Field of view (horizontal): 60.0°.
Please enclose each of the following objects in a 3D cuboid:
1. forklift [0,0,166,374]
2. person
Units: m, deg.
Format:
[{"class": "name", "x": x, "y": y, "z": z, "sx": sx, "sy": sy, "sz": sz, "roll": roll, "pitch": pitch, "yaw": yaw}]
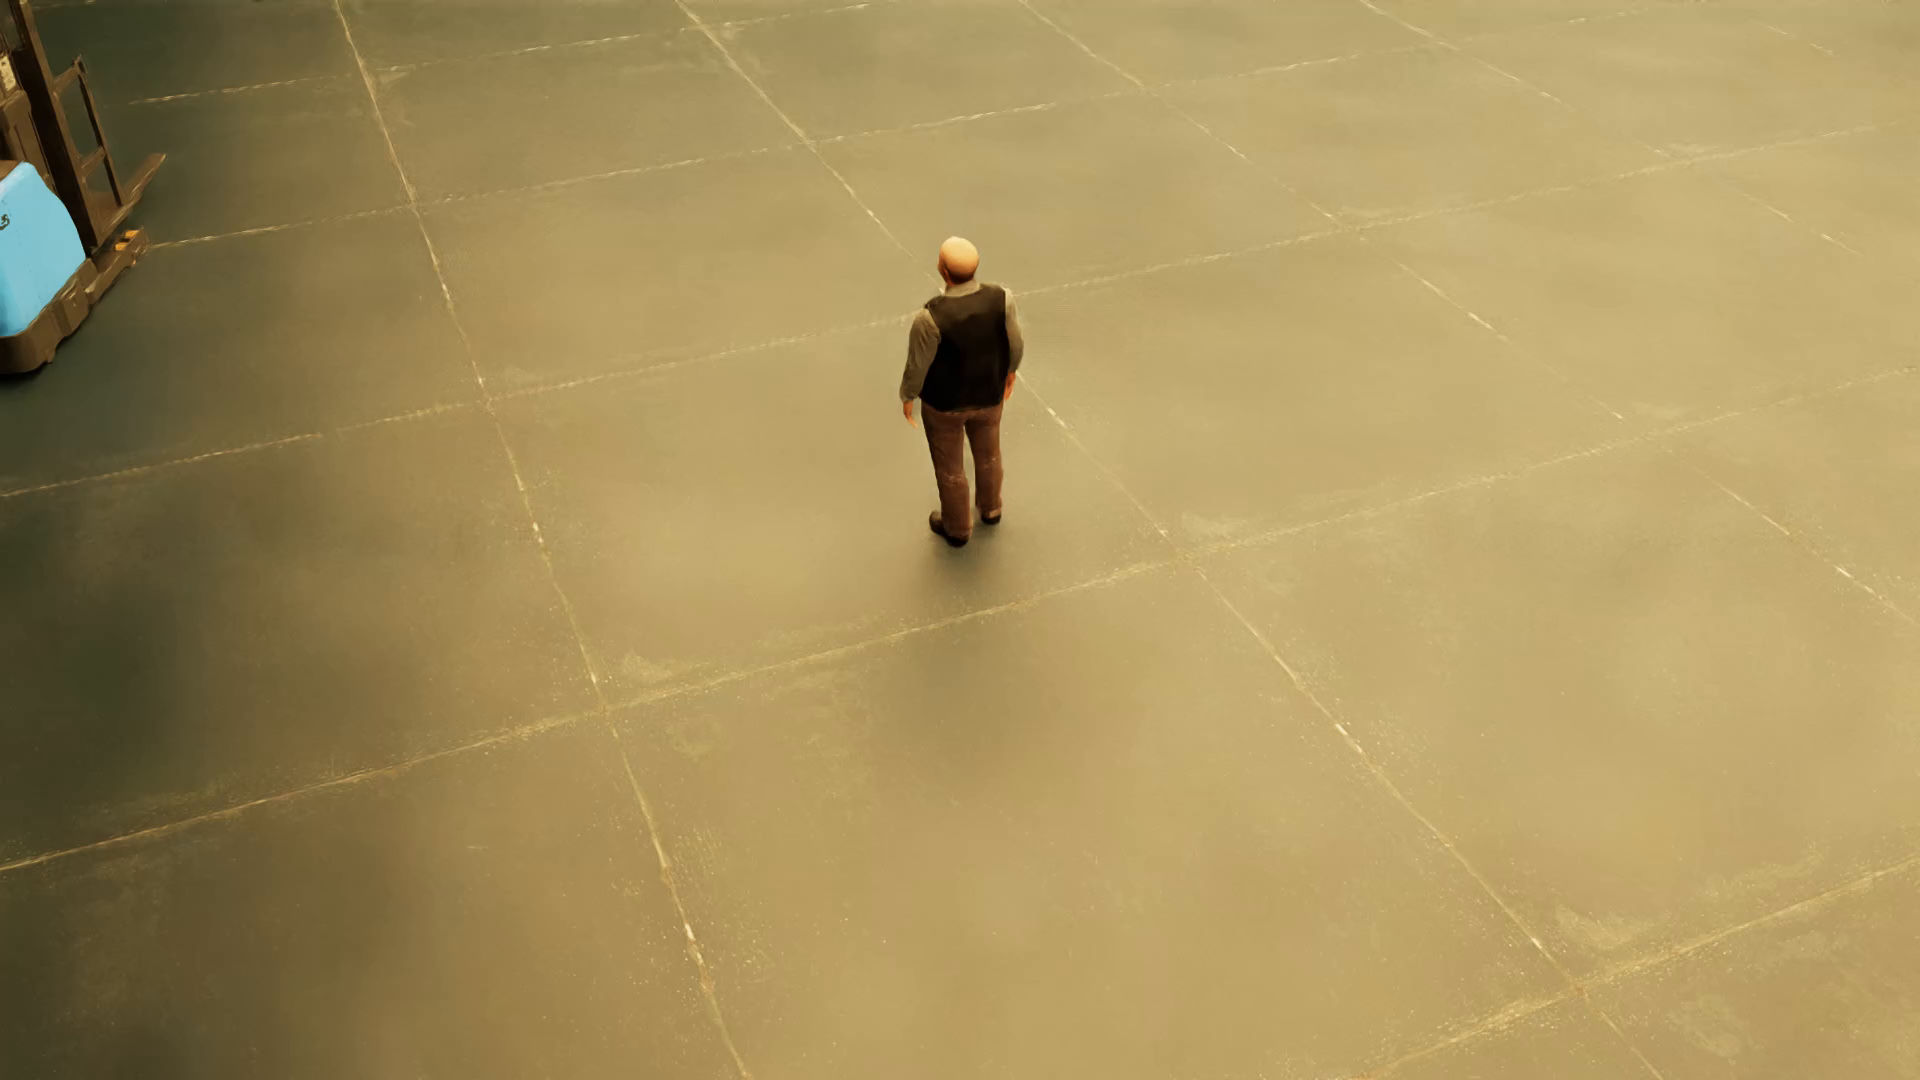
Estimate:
[{"class": "forklift", "x": -6.117, "y": -2.991, "z": 10.305, "sx": 1.130, "sy": 2.935, "sz": 3.031, "roll": -2, "pitch": 35, "yaw": -2}, {"class": "person", "x": -0.017, "y": -0.742, "z": 8.174, "sx": 0.632, "sy": 1.720, "sz": 0.567, "roll": -14, "pitch": 38, "yaw": -19}]
